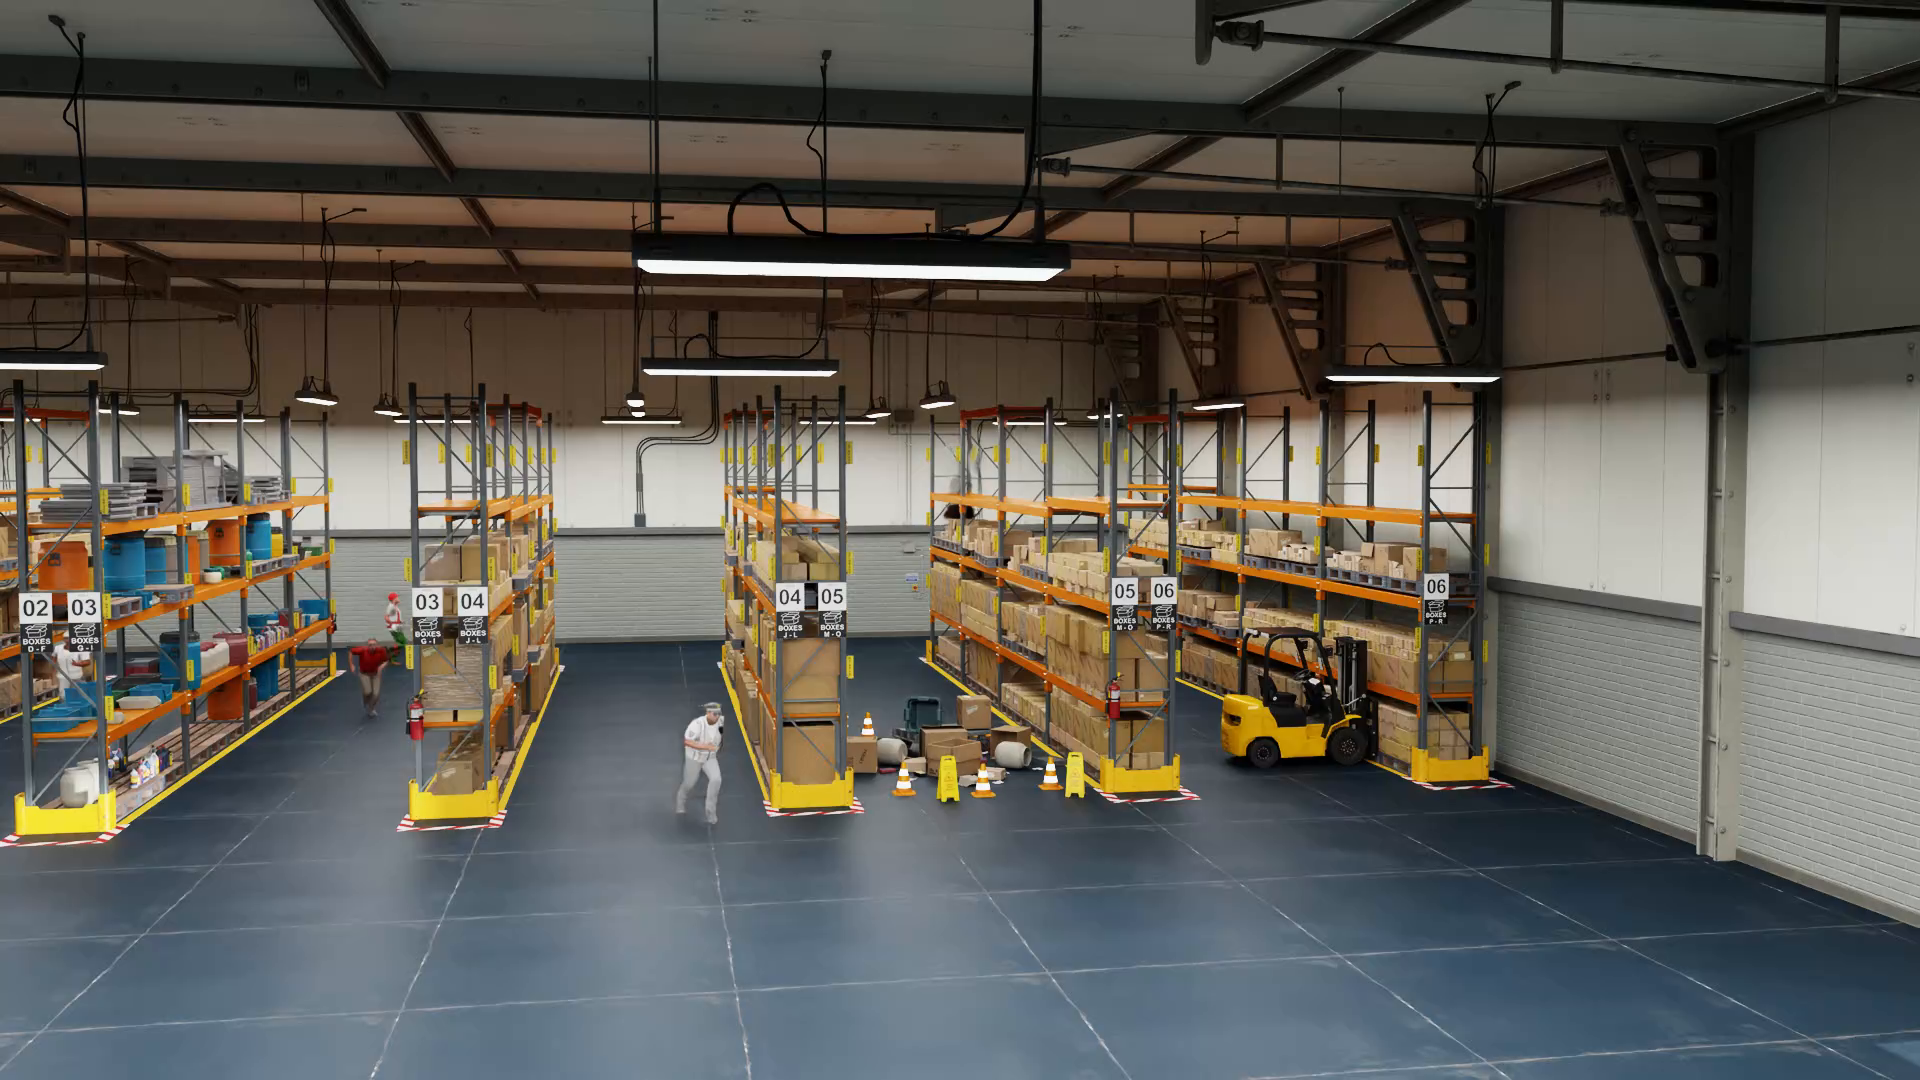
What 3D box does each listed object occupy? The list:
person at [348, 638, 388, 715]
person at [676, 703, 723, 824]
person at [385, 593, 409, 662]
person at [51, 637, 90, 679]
[{"bbox_3d":[-11.308,2.618,31.782,0.694,1.551,0.890,-2,3,-29],"label":"person"},{"bbox_3d":[-3.597,3.051,22.895,0.435,1.714,1.010,-3,4,-42],"label":"person"},{"bbox_3d":[-13.434,2.098,39.669,0.543,1.685,0.656,-1,3,-14],"label":"person"},{"bbox_3d":[-16.370,2.624,30.607,0.677,1.686,0.877,-1,3,-22],"label":"person"}]
